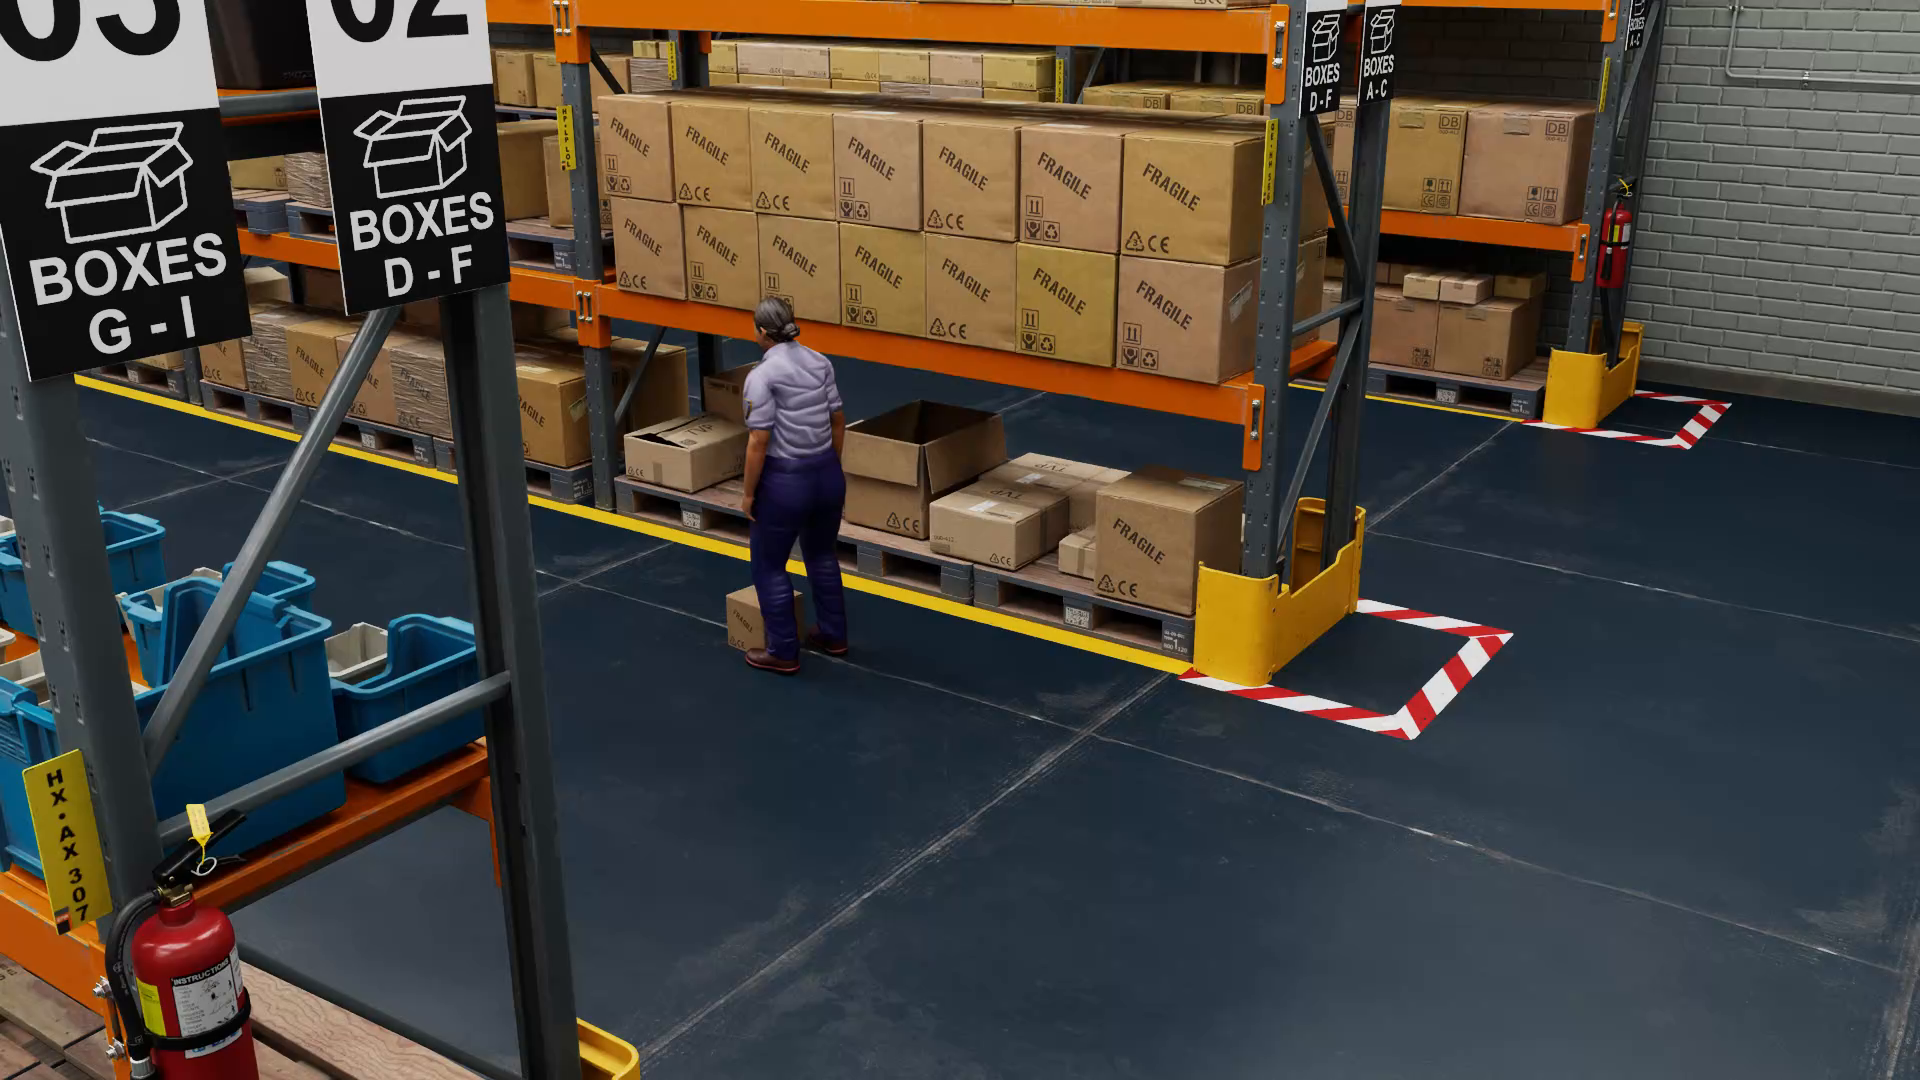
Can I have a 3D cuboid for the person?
[{"bbox_3d":[-0.730,-0.240,7.245,0.538,1.651,0.335,-19,27,-41],"label":"person"}]
